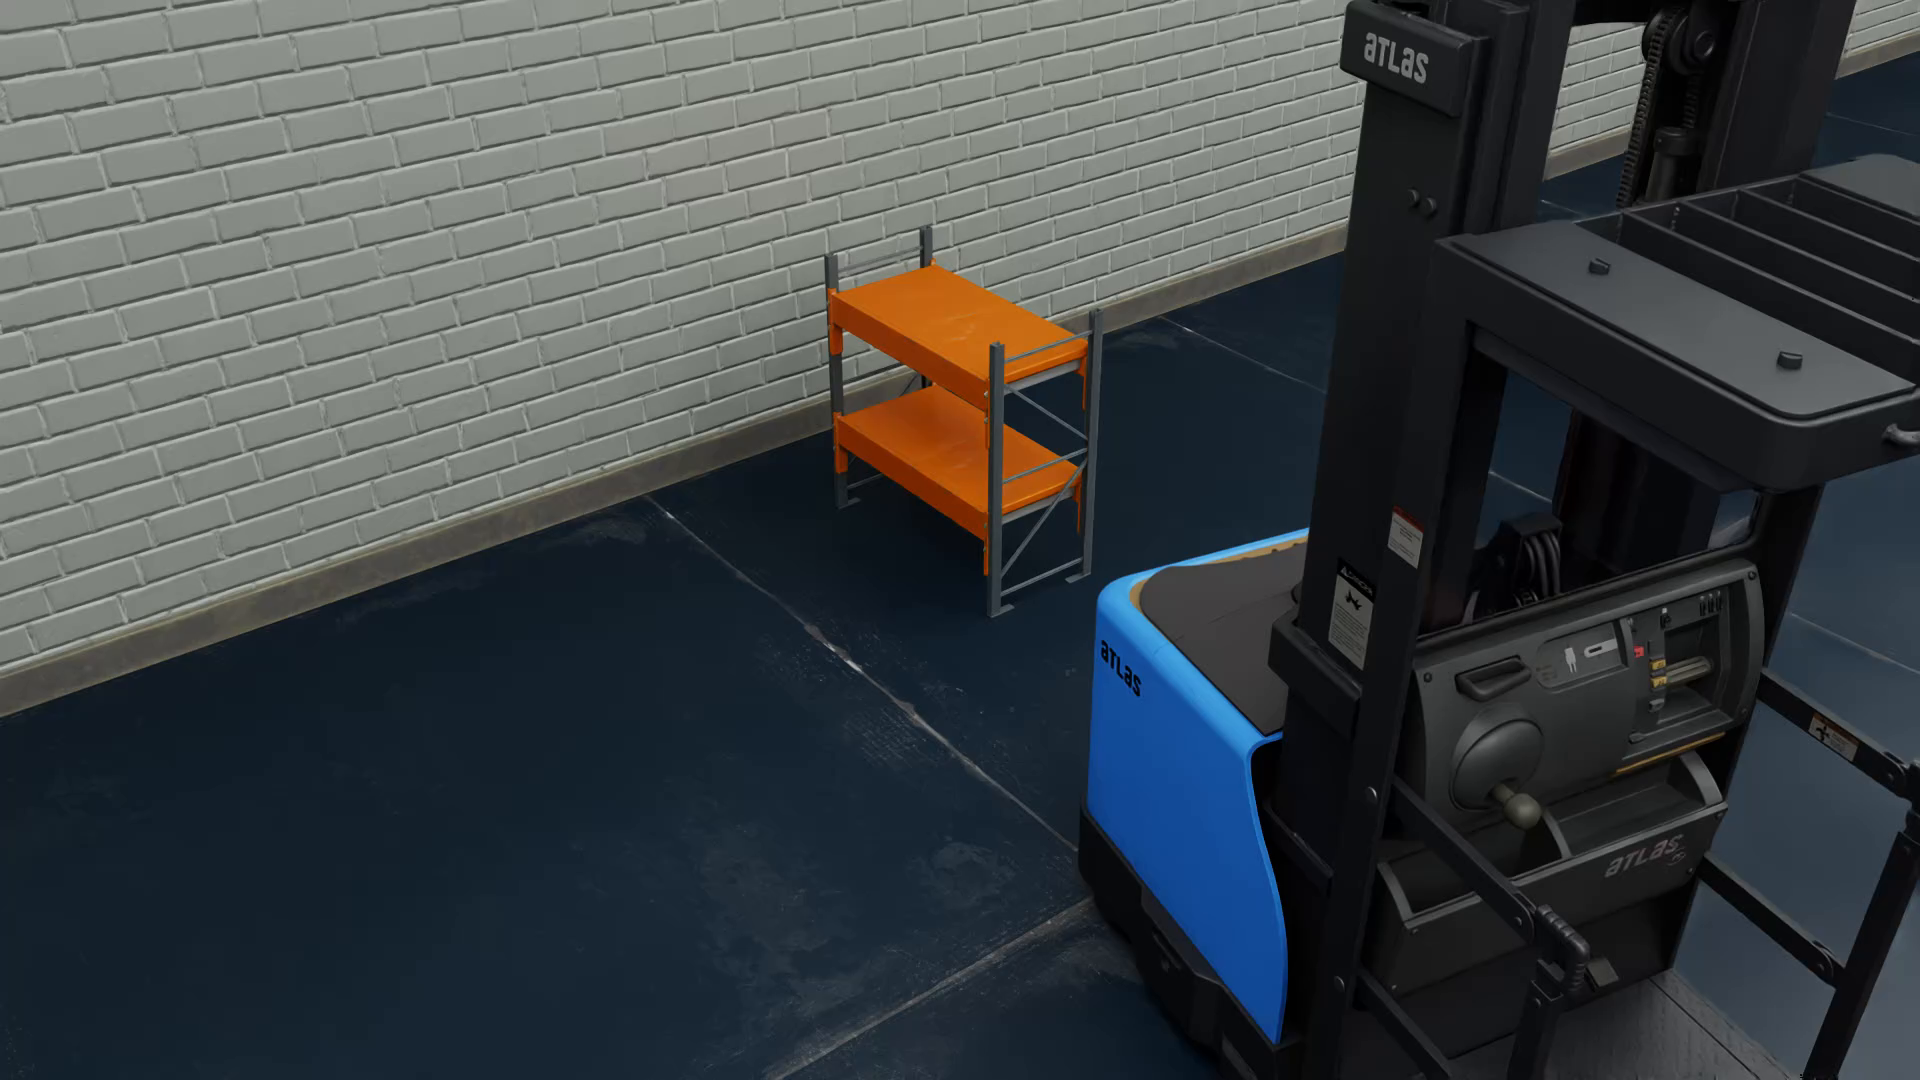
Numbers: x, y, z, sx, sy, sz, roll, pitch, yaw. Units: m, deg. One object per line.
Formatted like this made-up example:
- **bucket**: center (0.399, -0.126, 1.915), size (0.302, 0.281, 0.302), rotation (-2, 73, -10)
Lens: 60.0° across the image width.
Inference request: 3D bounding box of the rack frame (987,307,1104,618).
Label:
- **rack frame**: center (0.308, -0.269, 6.117), size (0.500, 1.125, 0.032), rotation (-22, 38, -31)

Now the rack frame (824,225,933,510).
- **rack frame**: center (-0.316, -0.693, 6.799), size (0.500, 1.125, 0.032), rotation (-22, 38, -31)

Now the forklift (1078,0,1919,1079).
- **forklift**: center (1.437, 0.379, 3.362), size (1.130, 2.935, 3.031), rotation (-14, 34, -21)

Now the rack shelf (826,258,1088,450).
- **rack shelf**: center (-0.004, -0.729, 6.303), size (0.538, 0.278, 1.000), rotation (-22, 38, -31)

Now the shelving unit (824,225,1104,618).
- **shelving unit**: center (-0.004, -0.481, 6.458), size (0.538, 1.125, 1.048), rotation (-22, 38, -31)

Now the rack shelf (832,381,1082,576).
- **rack shelf**: center (-0.004, -0.273, 6.587), size (0.538, 0.278, 1.000), rotation (-22, 38, -31)
